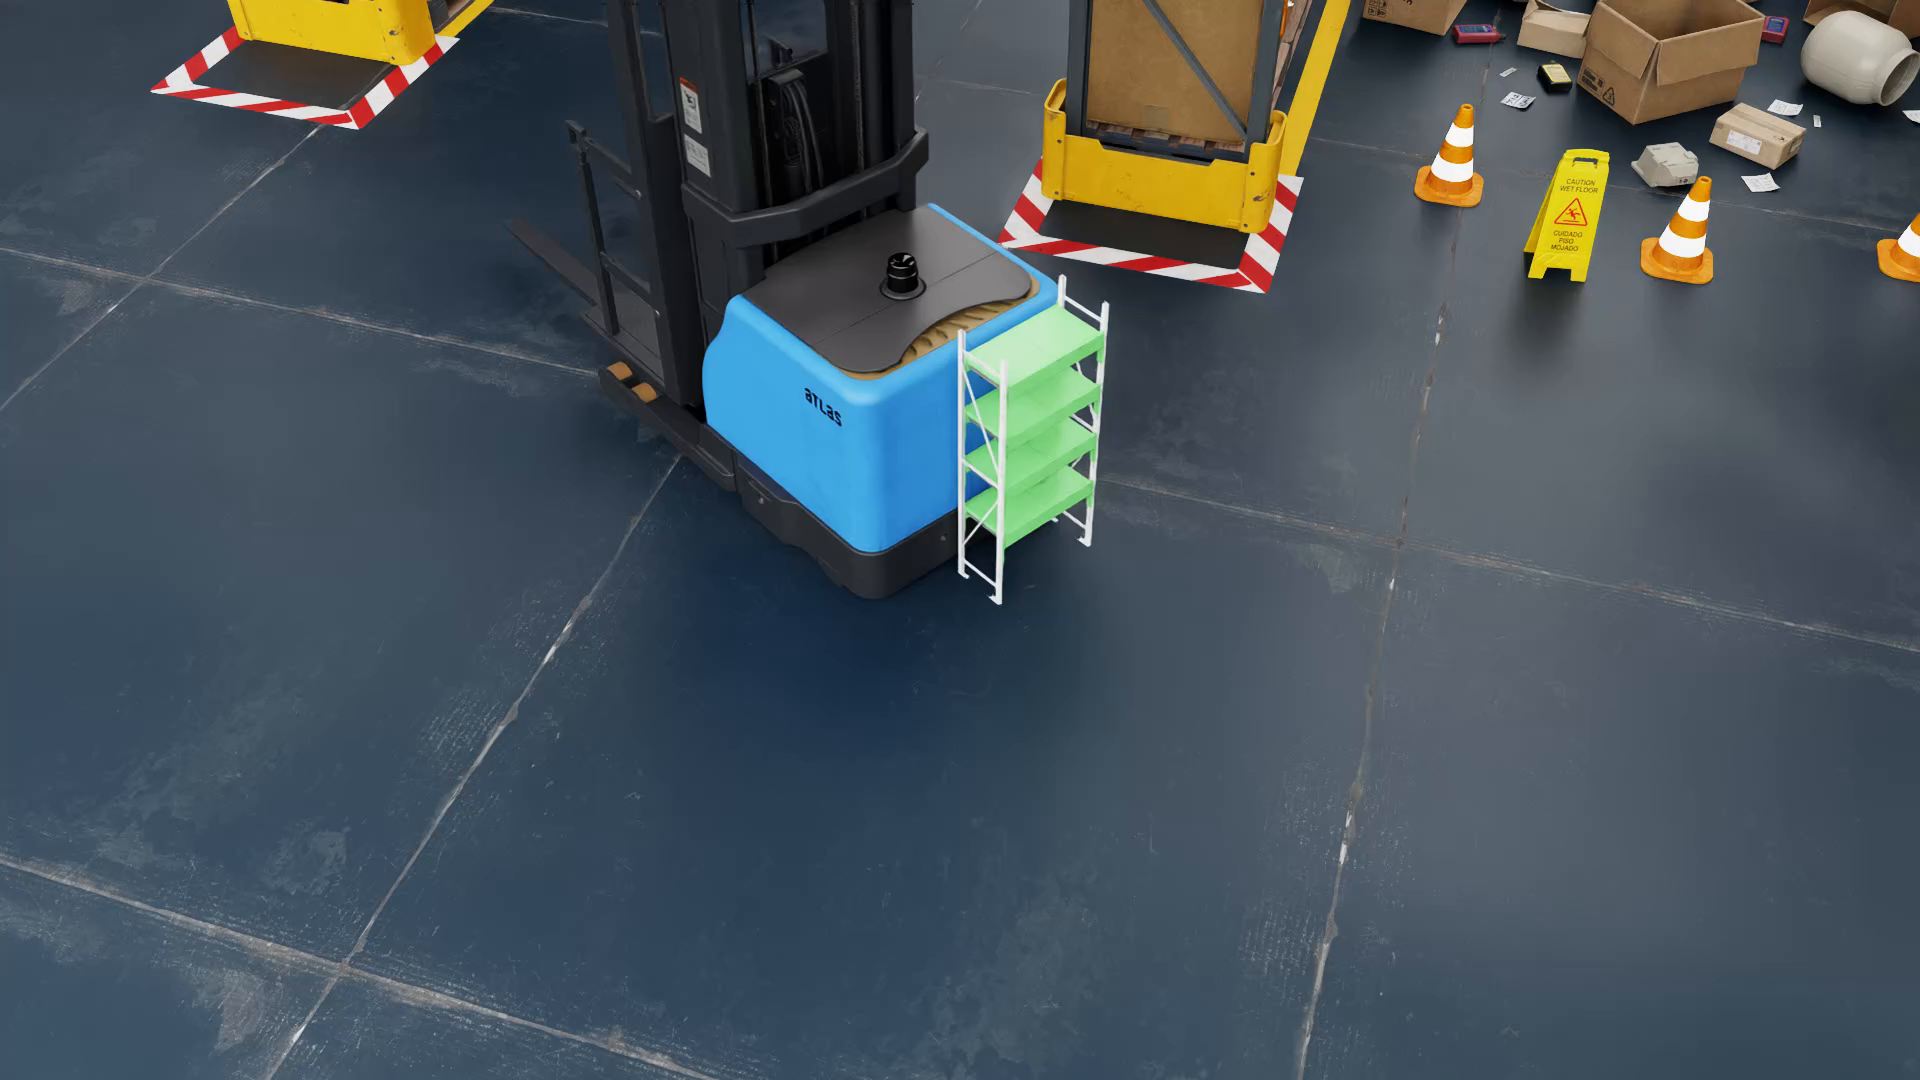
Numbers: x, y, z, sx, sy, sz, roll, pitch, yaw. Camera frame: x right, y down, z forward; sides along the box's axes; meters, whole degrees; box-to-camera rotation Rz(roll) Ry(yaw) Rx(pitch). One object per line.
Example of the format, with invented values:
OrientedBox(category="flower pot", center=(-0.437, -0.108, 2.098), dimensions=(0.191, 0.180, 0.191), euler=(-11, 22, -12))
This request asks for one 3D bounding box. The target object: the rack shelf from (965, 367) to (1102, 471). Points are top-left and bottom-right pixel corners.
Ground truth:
OrientedBox(category="rack shelf", center=(0.261, -0.479, 6.129), dimensions=(0.480, 0.148, 0.258), euler=(-32, 53, -28))

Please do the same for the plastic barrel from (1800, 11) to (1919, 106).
OrientedBox(category="plastic barrel", center=(4.950, -2.643, 9.149), dimensions=(0.421, 0.421, 0.512), euler=(-24, 49, -22))

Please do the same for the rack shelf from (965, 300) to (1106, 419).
OrientedBox(category="rack shelf", center=(0.261, -0.650, 5.962), dimensions=(0.480, 0.148, 0.258), euler=(-32, 53, -28))

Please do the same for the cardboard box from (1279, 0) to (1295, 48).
OrientedBox(category="cardboard box", center=(1.426, -3.291, 9.188), dimensions=(0.875, 0.875, 0.875), euler=(12, 46, 12))

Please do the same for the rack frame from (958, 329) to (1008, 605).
OrientedBox(category="rack frame", center=(0.078, -0.239, 6.137), dimensions=(0.015, 1.200, 0.240), euler=(-32, 53, -28))

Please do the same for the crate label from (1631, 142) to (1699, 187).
OrientedBox(category="crate label", center=(3.686, -1.949, 8.644), dimensions=(0.250, 0.136, 0.298), euler=(-9, 45, -9))

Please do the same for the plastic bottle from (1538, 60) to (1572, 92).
OrientedBox(category="plastic bottle", center=(3.349, -2.626, 9.390), dimensions=(0.133, 0.061, 0.283), euler=(-2, 44, -2))

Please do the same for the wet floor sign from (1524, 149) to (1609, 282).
OrientedBox(category="wet floor sign", center=(2.897, -1.568, 7.891), dimensions=(0.267, 0.644, 0.232), euler=(5, 45, 5))

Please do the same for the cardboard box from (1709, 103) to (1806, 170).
OrientedBox(category="cardboard box", center=(4.239, -2.149, 8.840), dimensions=(0.250, 0.149, 0.380), euler=(-33, 53, -29))

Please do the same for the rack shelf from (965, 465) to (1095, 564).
OrientedBox(category="rack shelf", center=(0.261, -0.136, 6.465), dimensions=(0.480, 0.148, 0.258), euler=(-32, 53, -28))

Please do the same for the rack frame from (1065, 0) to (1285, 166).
OrientedBox(category="rack frame", center=(1.019, -2.848, 7.515), dimensions=(1.000, 3.000, 0.127), euler=(13, 46, 13))

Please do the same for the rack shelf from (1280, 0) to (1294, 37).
OrientedBox(category="rack shelf", center=(1.625, -3.924, 9.129), dimensions=(1.077, 0.370, 4.000), euler=(13, 46, 13))

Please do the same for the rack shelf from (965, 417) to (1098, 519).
OrientedBox(category="rack shelf", center=(0.261, -0.307, 6.297), dimensions=(0.480, 0.148, 0.258), euler=(-32, 53, -28))

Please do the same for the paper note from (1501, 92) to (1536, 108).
OrientedBox(category="paper note", center=(3.099, -2.444, 9.227), dimensions=(0.144, 0.017, 0.142), euler=(28, 51, 26))

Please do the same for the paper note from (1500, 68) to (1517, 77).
OrientedBox(category="paper note", center=(3.120, -2.663, 9.464), dimensions=(0.123, 0.001, 0.032), euler=(-33, 53, -29))

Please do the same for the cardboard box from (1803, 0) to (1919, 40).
OrientedBox(category="cardboard box", center=(5.357, -3.214, 9.676), dimensions=(0.500, 0.500, 0.500), euler=(-24, 49, -22))

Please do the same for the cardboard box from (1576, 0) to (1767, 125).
OrientedBox(category="cardboard box", center=(3.886, -2.681, 9.130), dimensions=(0.797, 0.503, 0.637), euler=(-16, 47, -16))

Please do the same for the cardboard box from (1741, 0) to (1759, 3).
OrientedBox(category="cardboard box", center=(4.686, -3.467, 10.103), dimensions=(0.258, 0.266, 0.396), euler=(-16, 47, -16))

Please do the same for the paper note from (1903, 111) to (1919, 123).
OrientedBox(category="paper note", center=(5.264, -2.319, 9.098), dimensions=(0.142, 0.019, 0.148), euler=(-2, 44, -2))

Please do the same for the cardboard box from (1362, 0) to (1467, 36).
OrientedBox(category="cardboard box", center=(2.738, -3.369, 9.834), dimensions=(0.500, 0.500, 0.500), euler=(20, 48, 19))

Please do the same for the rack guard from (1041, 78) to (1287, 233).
OrientedBox(category="rack guard", center=(1.012, -1.938, 8.373), dimensions=(1.175, 0.500, 0.348), euler=(13, 46, 13))

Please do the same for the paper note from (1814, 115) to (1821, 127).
OrientedBox(category="paper note", center=(4.681, -2.287, 9.080), dimensions=(0.032, 0.001, 0.123), euler=(13, 46, 13))

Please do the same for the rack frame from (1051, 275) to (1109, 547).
OrientedBox(category="rack frame", center=(0.443, -0.466, 6.368), dimensions=(0.015, 1.200, 0.240), euler=(-32, 53, -28))

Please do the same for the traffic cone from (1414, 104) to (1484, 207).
OrientedBox(category="traffic cone", center=(2.533, -1.994, 8.457), dimensions=(0.336, 0.463, 0.334), euler=(13, 46, 13))

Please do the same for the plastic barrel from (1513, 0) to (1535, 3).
OrientedBox(category="plastic barrel", center=(3.349, -3.512, 10.036), dimensions=(0.421, 0.421, 0.512), euler=(-24, 49, -22))

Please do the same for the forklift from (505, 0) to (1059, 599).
OrientedBox(category="forklift", center=(-0.944, -1.776, 6.469), dimensions=(1.130, 2.935, 3.031), euler=(-31, 52, -28))

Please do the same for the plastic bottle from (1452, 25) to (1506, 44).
OrientedBox(category="plastic bottle", center=(3.041, -2.962, 9.733), dimensions=(0.283, 0.061, 0.133), euler=(-2, 44, -2))

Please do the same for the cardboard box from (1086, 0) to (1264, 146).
OrientedBox(category="cardboard box", center=(1.161, -2.704, 8.588), dimensions=(0.875, 0.875, 0.875), euler=(13, 46, 13))

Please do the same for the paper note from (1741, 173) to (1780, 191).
OrientedBox(category="paper note", center=(4.156, -1.857, 8.626), dimensions=(0.148, 0.019, 0.142), euler=(-2, 44, -2))

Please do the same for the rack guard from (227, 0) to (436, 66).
OrientedBox(category="rack guard", center=(-3.655, -3.123, 9.584), dimensions=(1.175, 0.500, 0.348), euler=(13, 46, 13))

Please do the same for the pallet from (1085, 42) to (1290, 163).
OrientedBox(category="pallet", center=(1.186, -2.401, 9.052), dimensions=(1.003, 0.211, 1.213), euler=(13, 46, 13))

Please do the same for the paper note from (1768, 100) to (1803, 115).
OrientedBox(category="paper note", center=(4.556, -2.388, 9.176), dimensions=(0.148, 0.019, 0.142), euler=(28, 51, 26))

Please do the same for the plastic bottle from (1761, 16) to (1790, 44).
OrientedBox(category="plastic bottle", center=(4.800, -3.020, 9.792), dimensions=(0.133, 0.061, 0.283), euler=(20, 48, 19))

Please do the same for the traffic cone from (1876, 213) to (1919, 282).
OrientedBox(category="traffic cone", center=(4.668, -1.520, 7.972), dimensions=(0.336, 0.463, 0.334), euler=(13, 46, 13))

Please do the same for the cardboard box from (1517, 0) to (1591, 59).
OrientedBox(category="cardboard box", center=(3.465, -3.001, 9.627), dimensions=(0.396, 0.266, 0.258), euler=(20, 48, 19))

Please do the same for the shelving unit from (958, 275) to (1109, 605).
OrientedBox(category="shelving unit", center=(0.261, -0.353, 6.253), dimensions=(0.503, 1.200, 0.258), euler=(-32, 53, -28))

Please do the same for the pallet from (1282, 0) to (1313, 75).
OrientedBox(category="pallet", center=(1.558, -3.211, 9.881), dimensions=(1.003, 0.211, 1.213), euler=(13, 46, 13))

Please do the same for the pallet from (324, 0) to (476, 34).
OrientedBox(category="pallet", center=(-3.375, -3.554, 10.231), dimensions=(1.003, 0.211, 1.213), euler=(13, 46, 13))

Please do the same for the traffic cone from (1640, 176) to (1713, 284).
OrientedBox(category="traffic cone", center=(3.507, -1.528, 7.981), dimensions=(0.336, 0.463, 0.334), euler=(13, 46, 13))
